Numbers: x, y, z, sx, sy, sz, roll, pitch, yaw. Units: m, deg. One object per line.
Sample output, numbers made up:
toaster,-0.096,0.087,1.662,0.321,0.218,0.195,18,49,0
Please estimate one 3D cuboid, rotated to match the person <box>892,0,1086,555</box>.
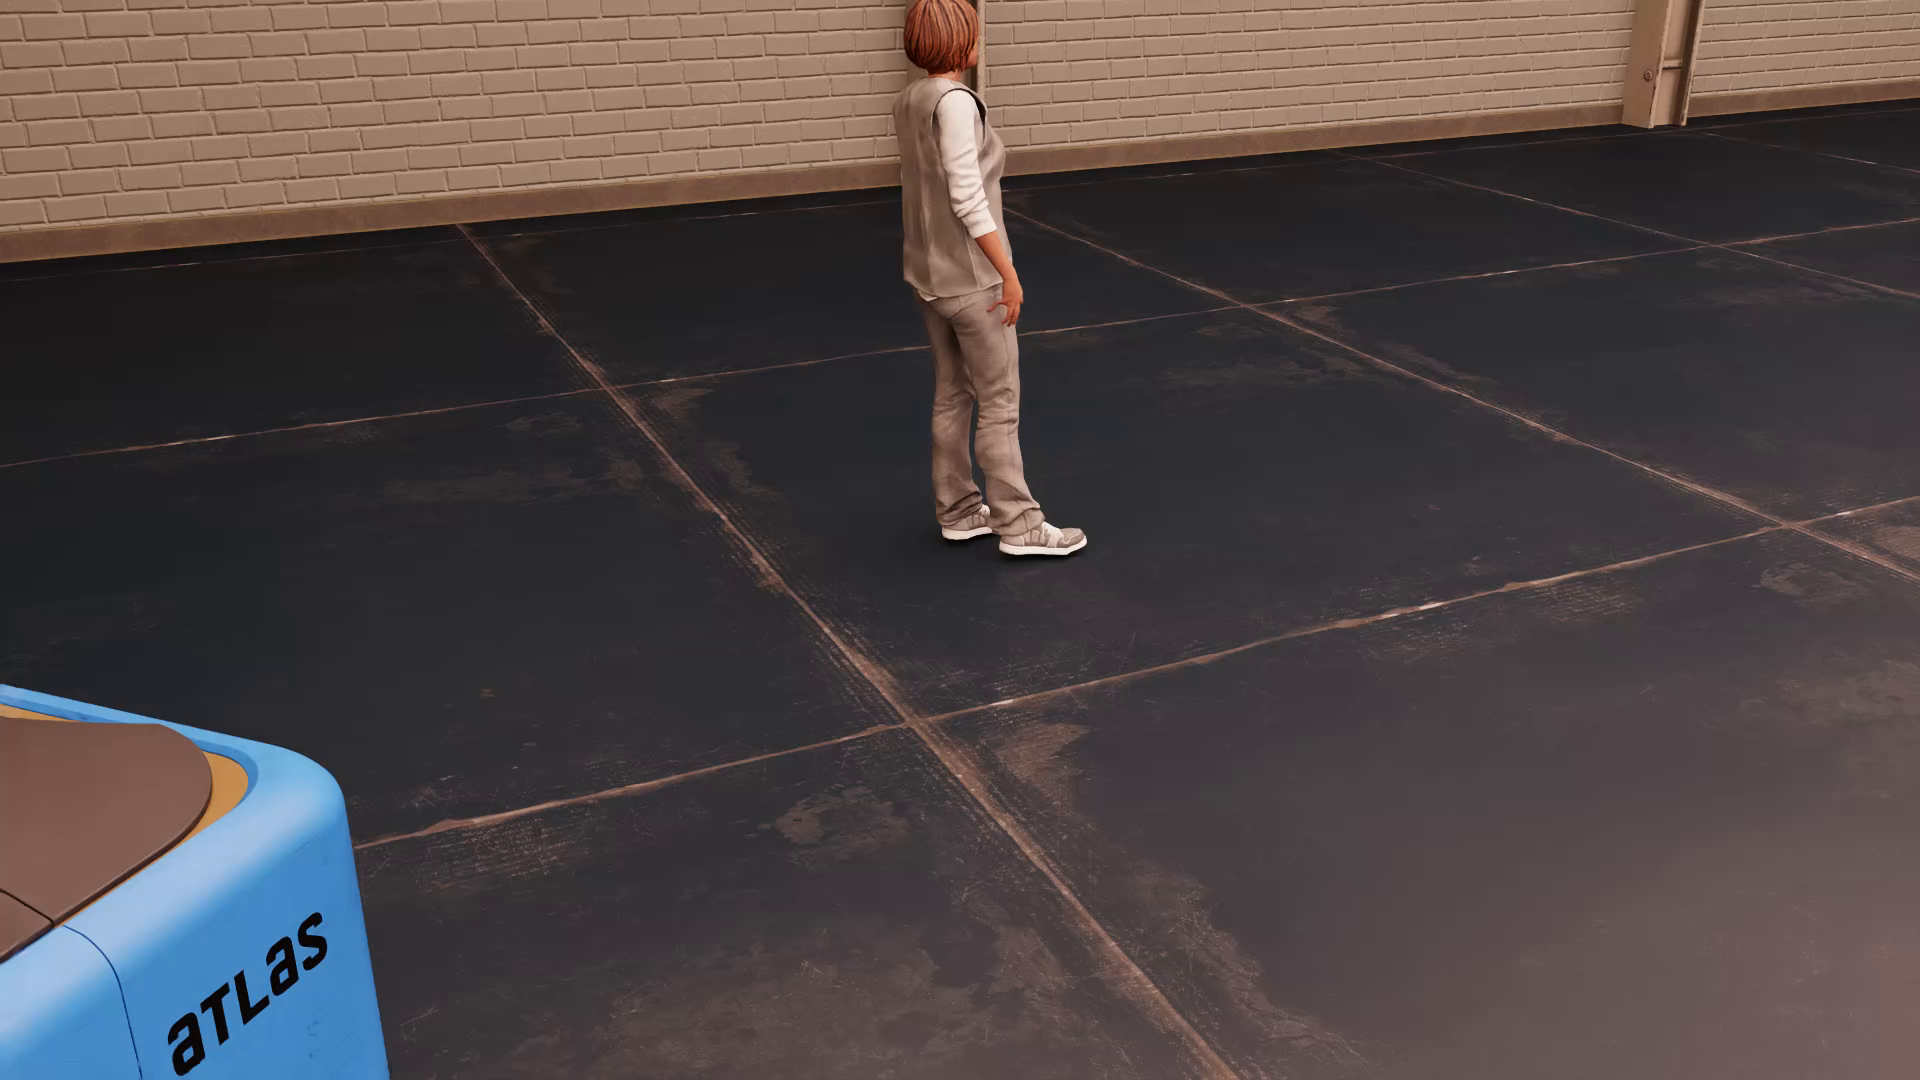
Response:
person,0.074,-0.751,4.815,0.473,1.599,0.521,-10,25,-23
